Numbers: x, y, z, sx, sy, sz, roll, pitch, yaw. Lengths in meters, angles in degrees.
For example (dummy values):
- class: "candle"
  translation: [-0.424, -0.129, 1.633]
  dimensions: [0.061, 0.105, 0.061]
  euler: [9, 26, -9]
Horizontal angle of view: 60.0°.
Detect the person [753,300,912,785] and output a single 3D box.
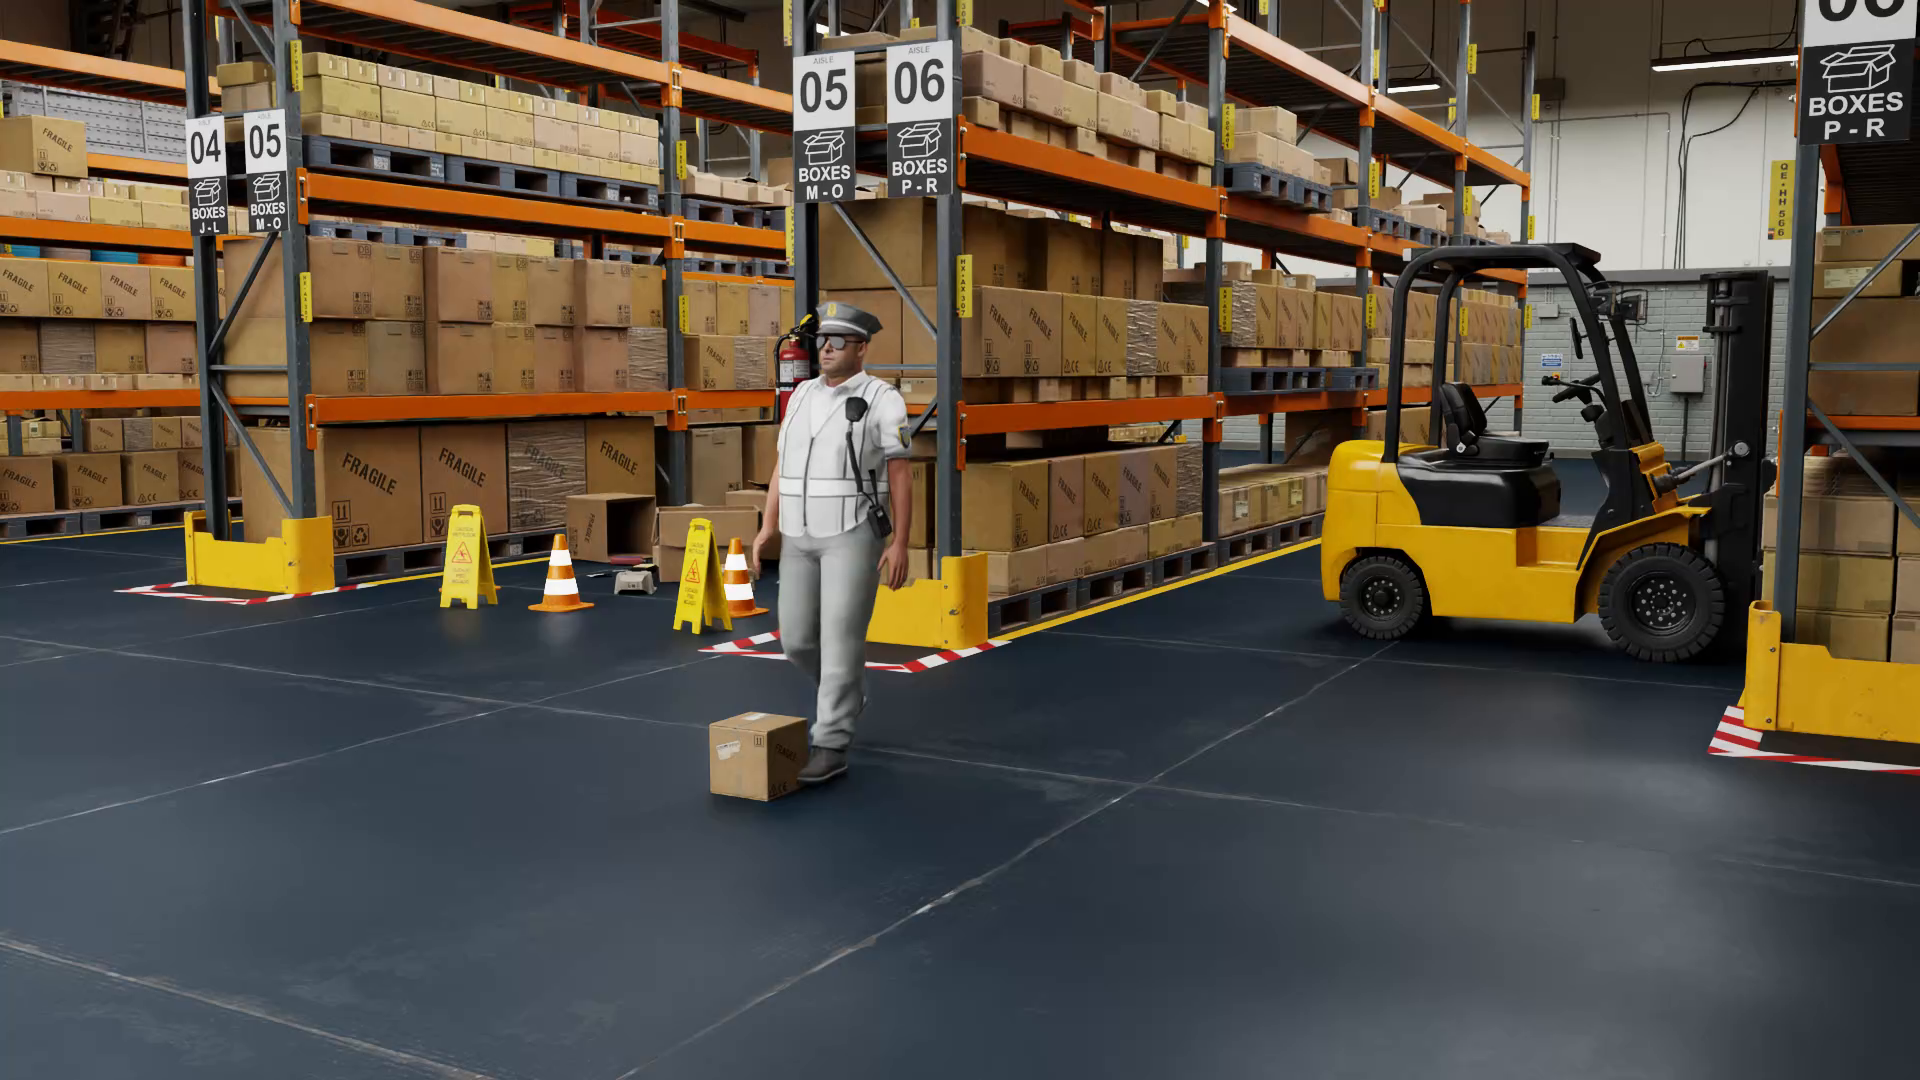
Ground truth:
- class: "person"
  translation: [-0.490, -0.021, 6.260]
  dimensions: [0.573, 1.739, 0.835]
  euler: [3, 7, 29]
